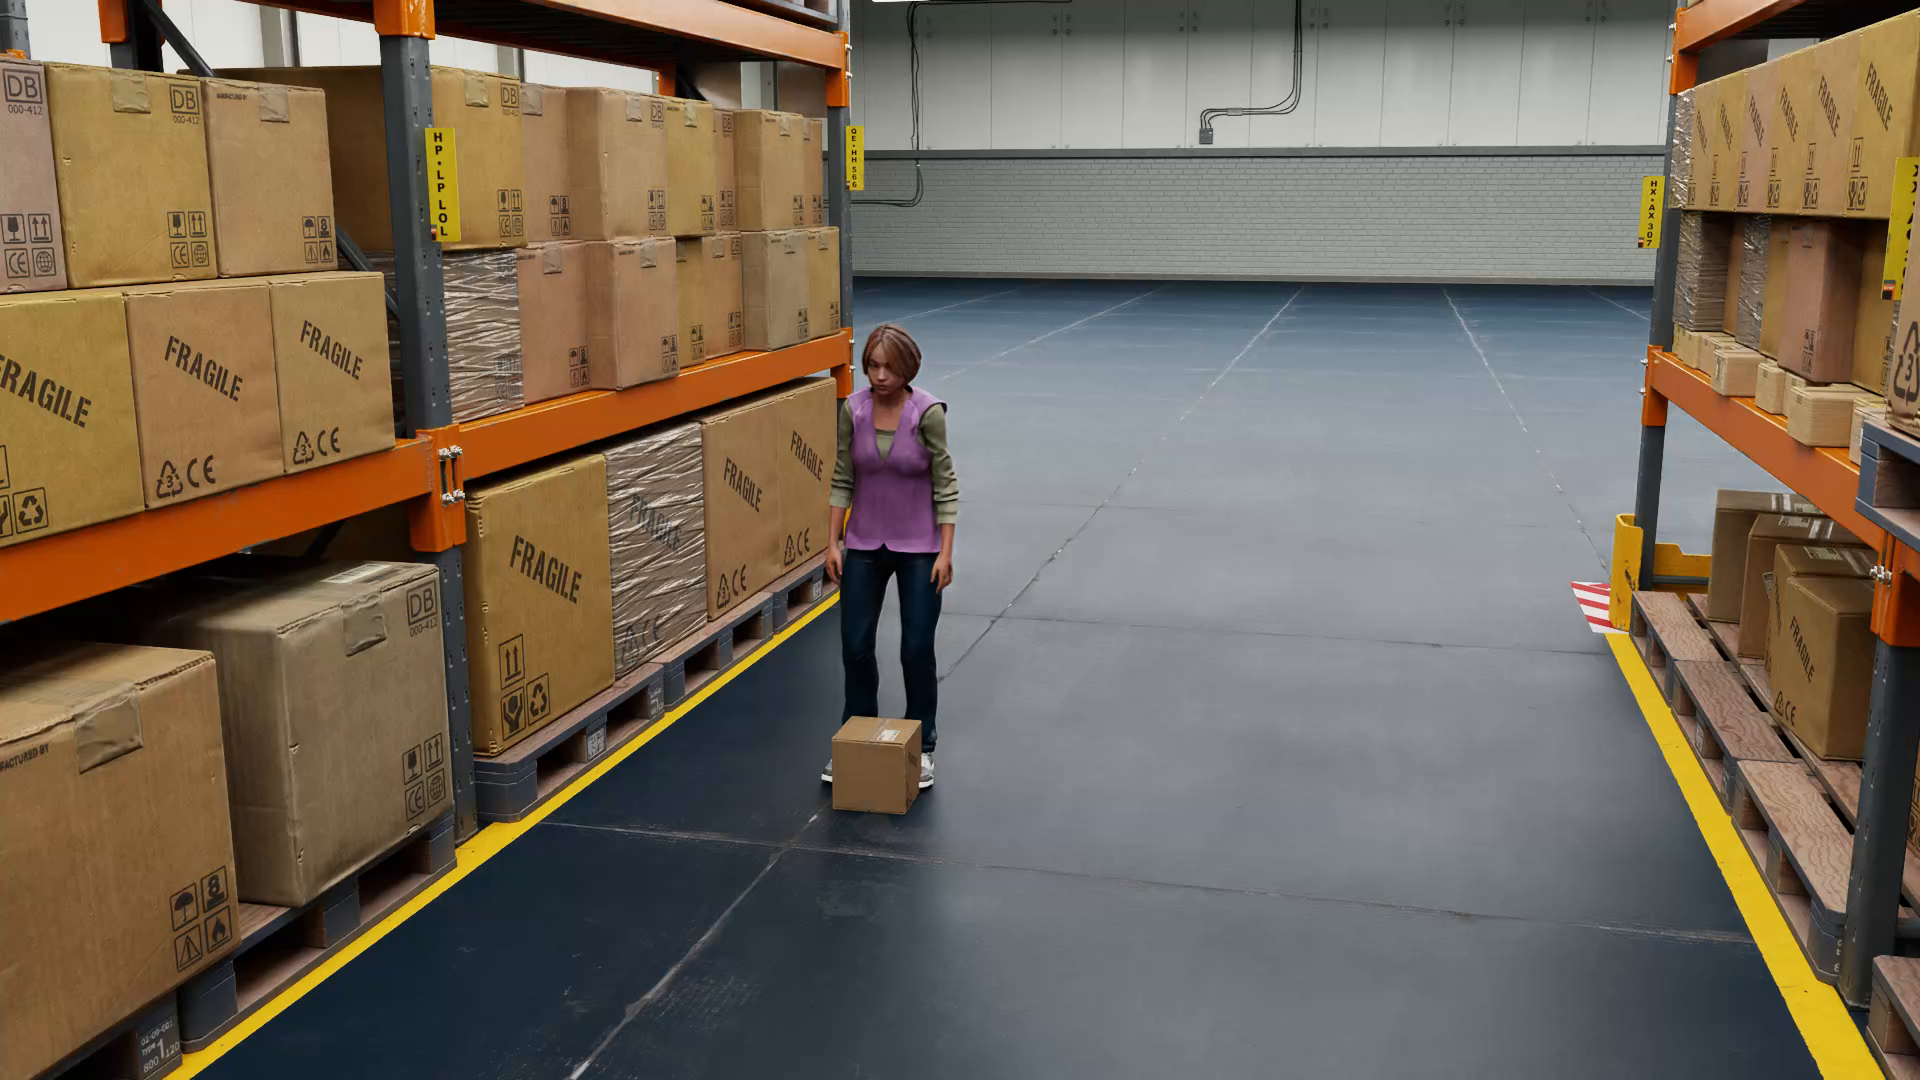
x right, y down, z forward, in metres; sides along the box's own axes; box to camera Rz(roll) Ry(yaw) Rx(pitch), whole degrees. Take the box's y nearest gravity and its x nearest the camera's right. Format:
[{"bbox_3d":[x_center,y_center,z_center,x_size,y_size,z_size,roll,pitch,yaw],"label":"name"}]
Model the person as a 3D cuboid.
[{"bbox_3d":[-0.232,0.055,5.713,0.462,1.594,0.343,3,12,14],"label":"person"}]
